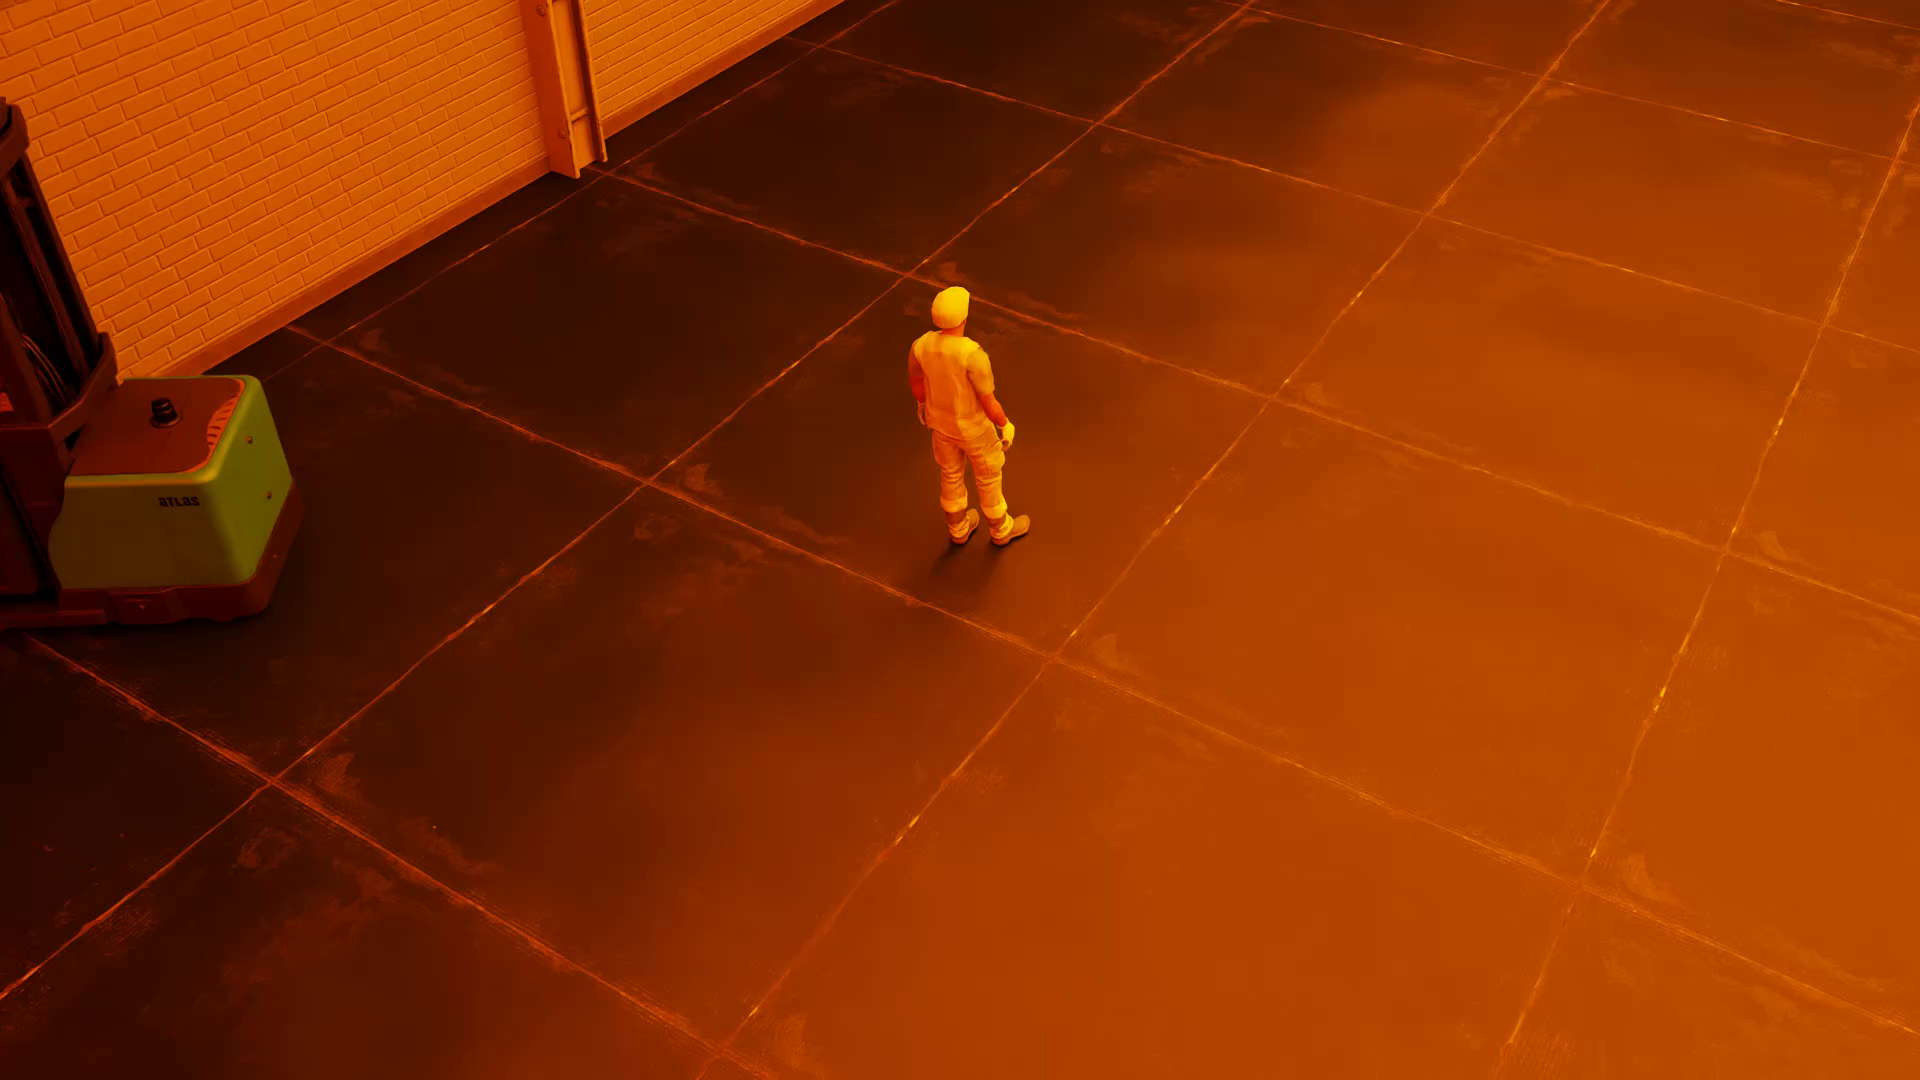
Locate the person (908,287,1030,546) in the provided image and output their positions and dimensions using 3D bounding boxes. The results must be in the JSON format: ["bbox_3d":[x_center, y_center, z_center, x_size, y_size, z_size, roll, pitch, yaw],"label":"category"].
[{"bbox_3d":[0.053,-0.726,9.699,0.637,1.782,0.564,22,45,24],"label":"person"}]

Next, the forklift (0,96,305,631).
[{"bbox_3d":[-5.560,-0.917,9.049,3.031,2.935,1.130,-2,40,-2],"label":"forklift"}]
